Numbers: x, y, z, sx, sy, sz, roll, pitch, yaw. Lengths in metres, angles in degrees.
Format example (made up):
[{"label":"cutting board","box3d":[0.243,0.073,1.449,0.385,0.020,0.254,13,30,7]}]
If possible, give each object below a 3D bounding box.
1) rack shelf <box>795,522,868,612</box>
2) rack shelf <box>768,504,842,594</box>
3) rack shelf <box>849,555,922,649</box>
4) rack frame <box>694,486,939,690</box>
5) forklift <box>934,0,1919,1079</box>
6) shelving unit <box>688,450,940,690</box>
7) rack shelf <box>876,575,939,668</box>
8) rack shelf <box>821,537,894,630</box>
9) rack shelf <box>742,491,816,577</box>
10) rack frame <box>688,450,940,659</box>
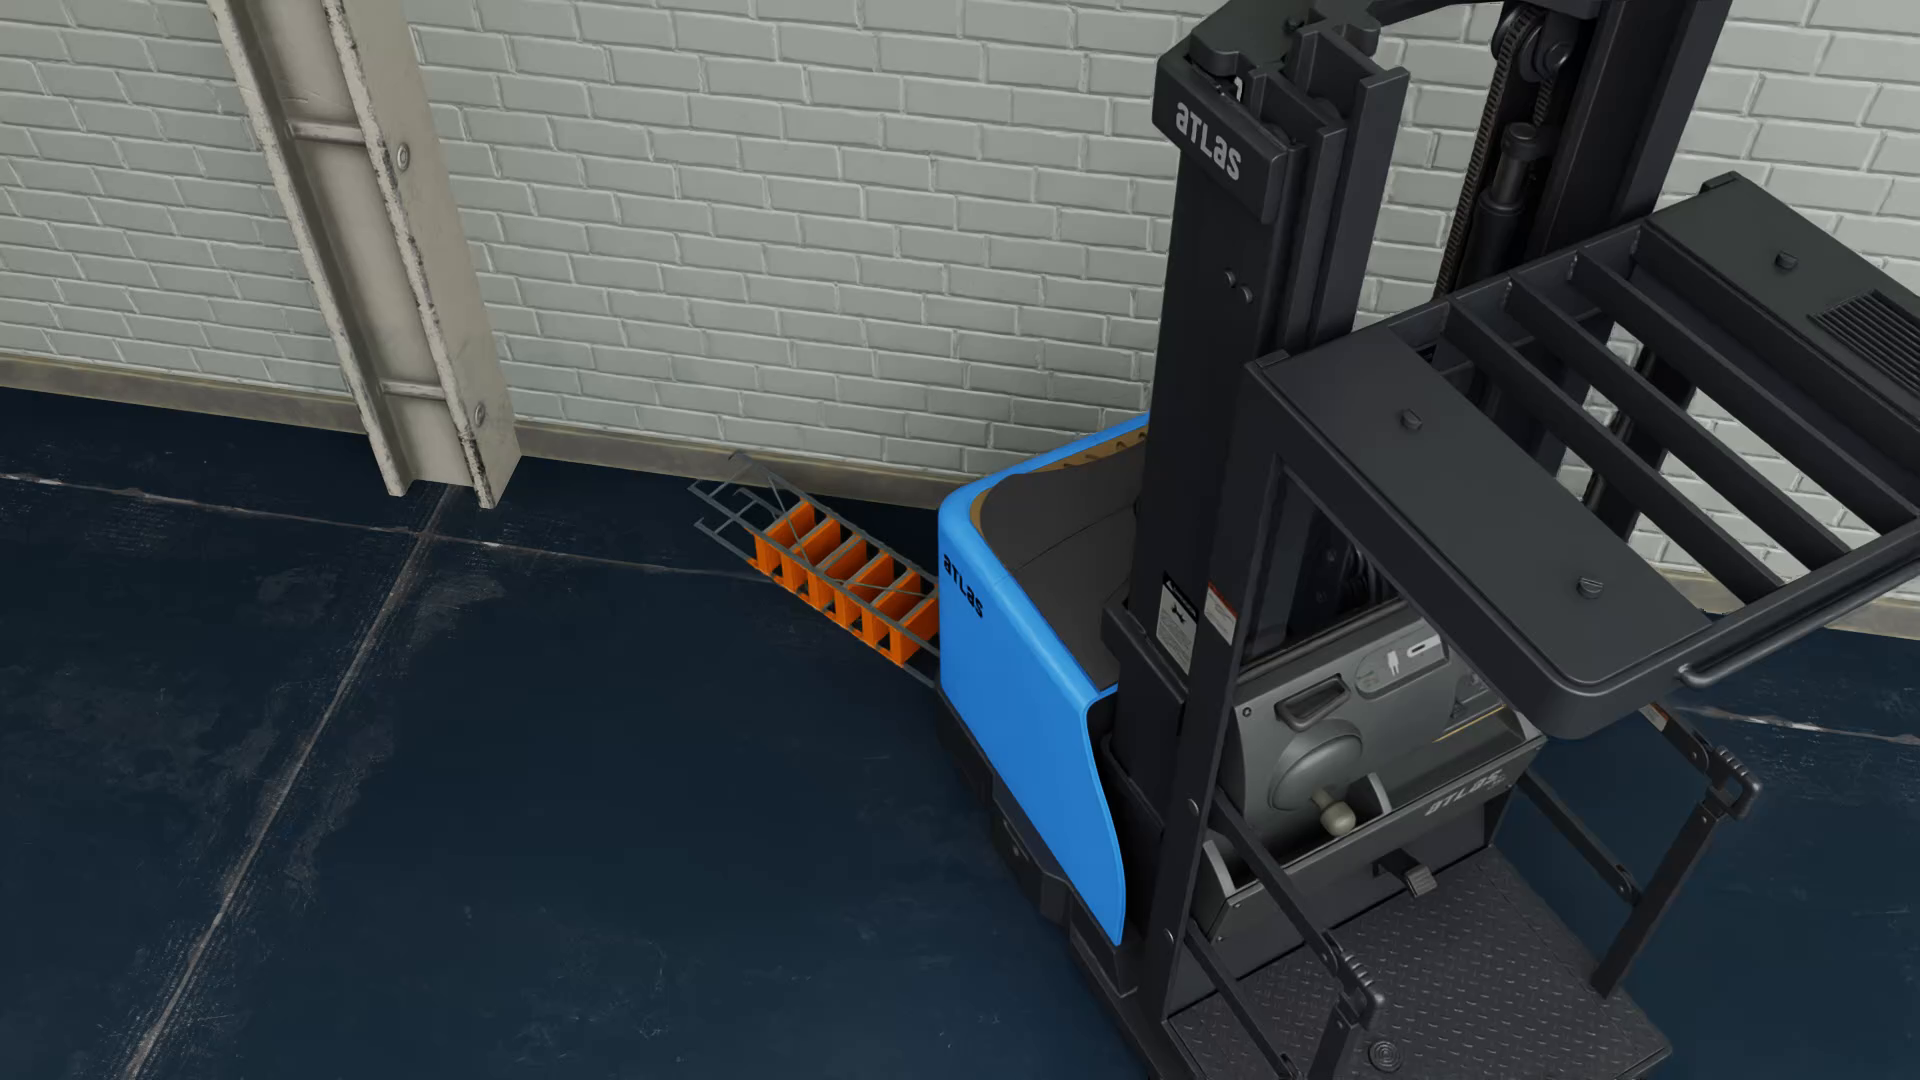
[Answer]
[{"label":"rack shelf","box3d":[-0.423,0.085,5.541,0.103,0.180,0.258,32,56,25]},{"label":"rack shelf","box3d":[-0.515,0.028,5.592,0.103,0.180,0.258,32,56,25]},{"label":"rack shelf","box3d":[-0.239,0.201,5.439,0.103,0.180,0.258,32,56,25]},{"label":"rack frame","box3d":[-0.389,0.168,5.590,1.200,0.006,0.240,32,56,25]},{"label":"forklift","box3d":[1.076,0.410,3.411,1.130,2.935,3.031,-22,52,-19]},{"label":"shelving unit","box3d":[-0.389,0.107,5.522,1.200,0.189,0.258,32,56,25]},{"label":"rack shelf","box3d":[-0.147,0.259,5.388,0.103,0.180,0.258,32,56,25]},{"label":"rack shelf","box3d":[-0.331,0.143,5.490,0.103,0.180,0.258,32,56,25]},{"label":"rack shelf","box3d":[-0.607,-0.030,5.643,0.103,0.180,0.258,32,56,25]},{"label":"rack frame","box3d":[-0.389,0.046,5.454,1.200,0.006,0.240,32,56,25]}]
